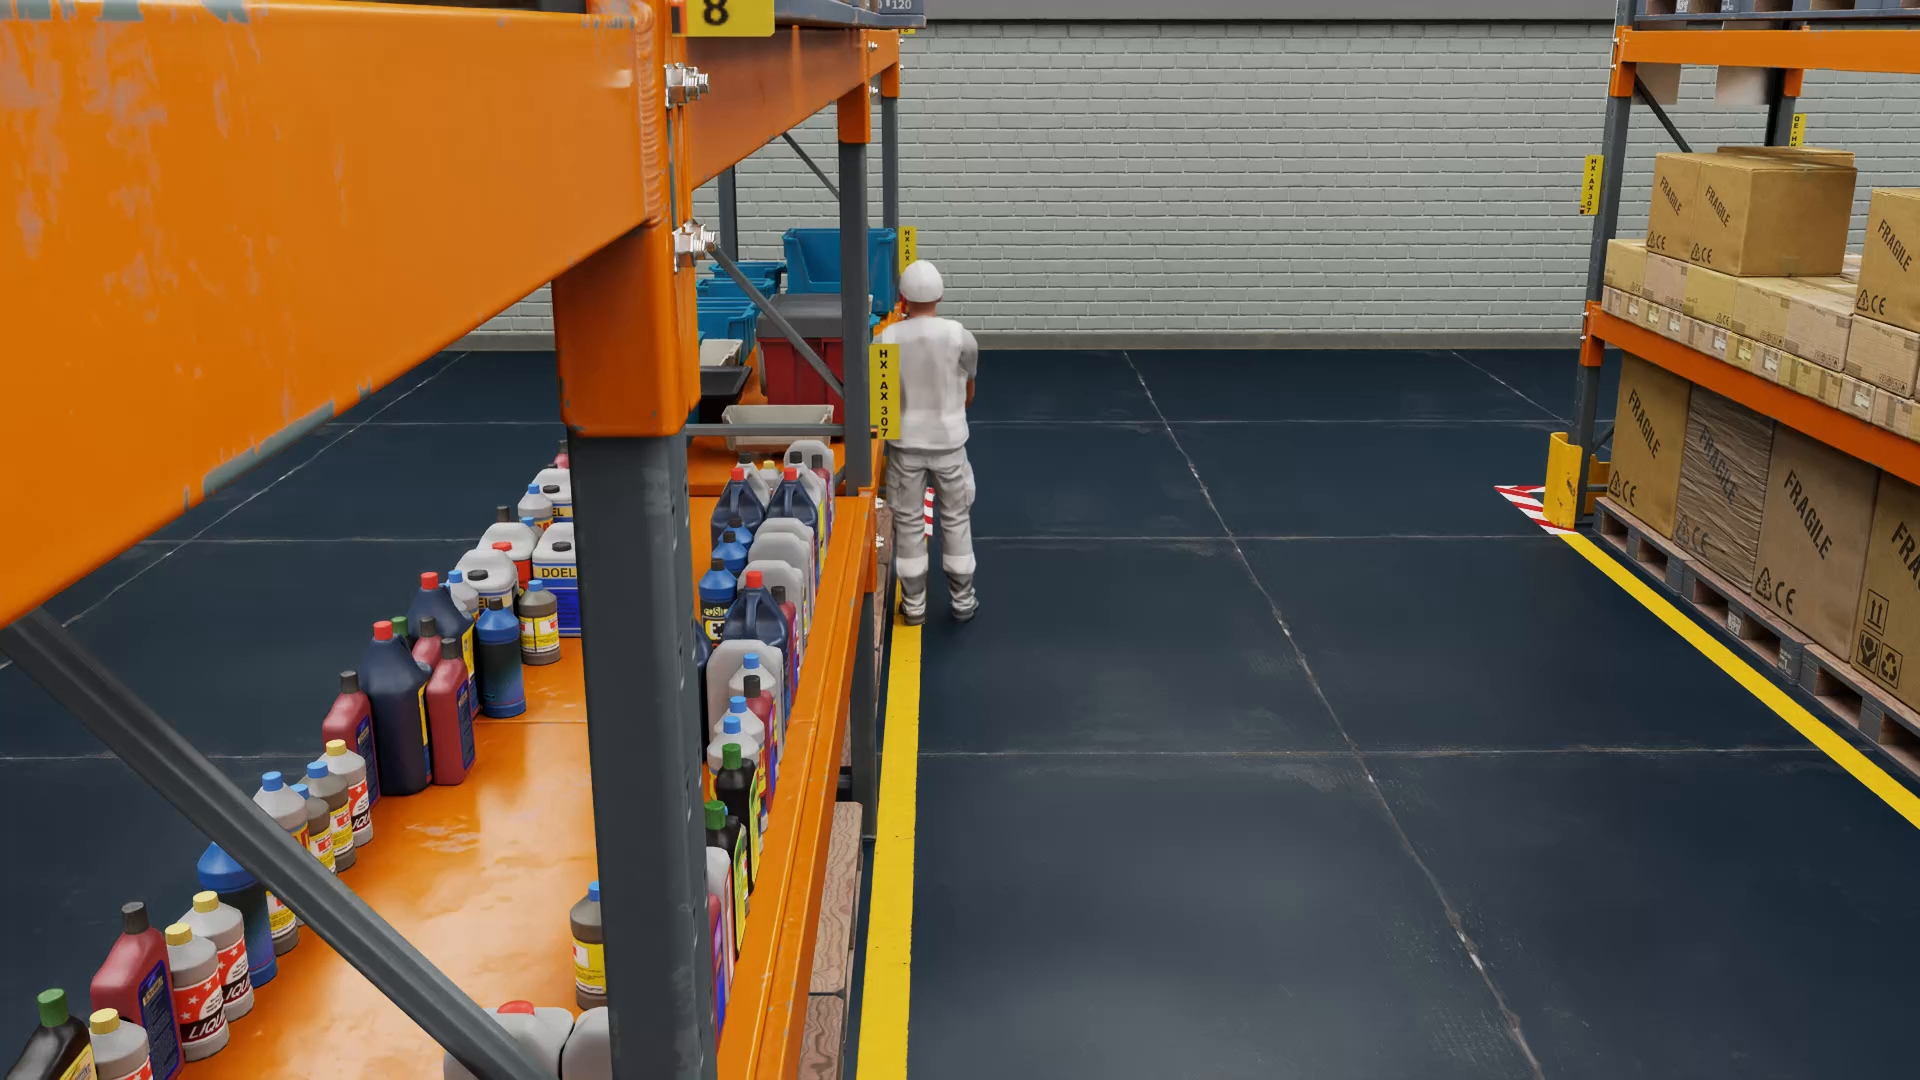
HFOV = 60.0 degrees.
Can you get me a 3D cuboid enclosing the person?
[{"bbox_3d":[-0.163,-0.476,8.057,0.525,1.793,0.538,0,17,0],"label":"person"}]
